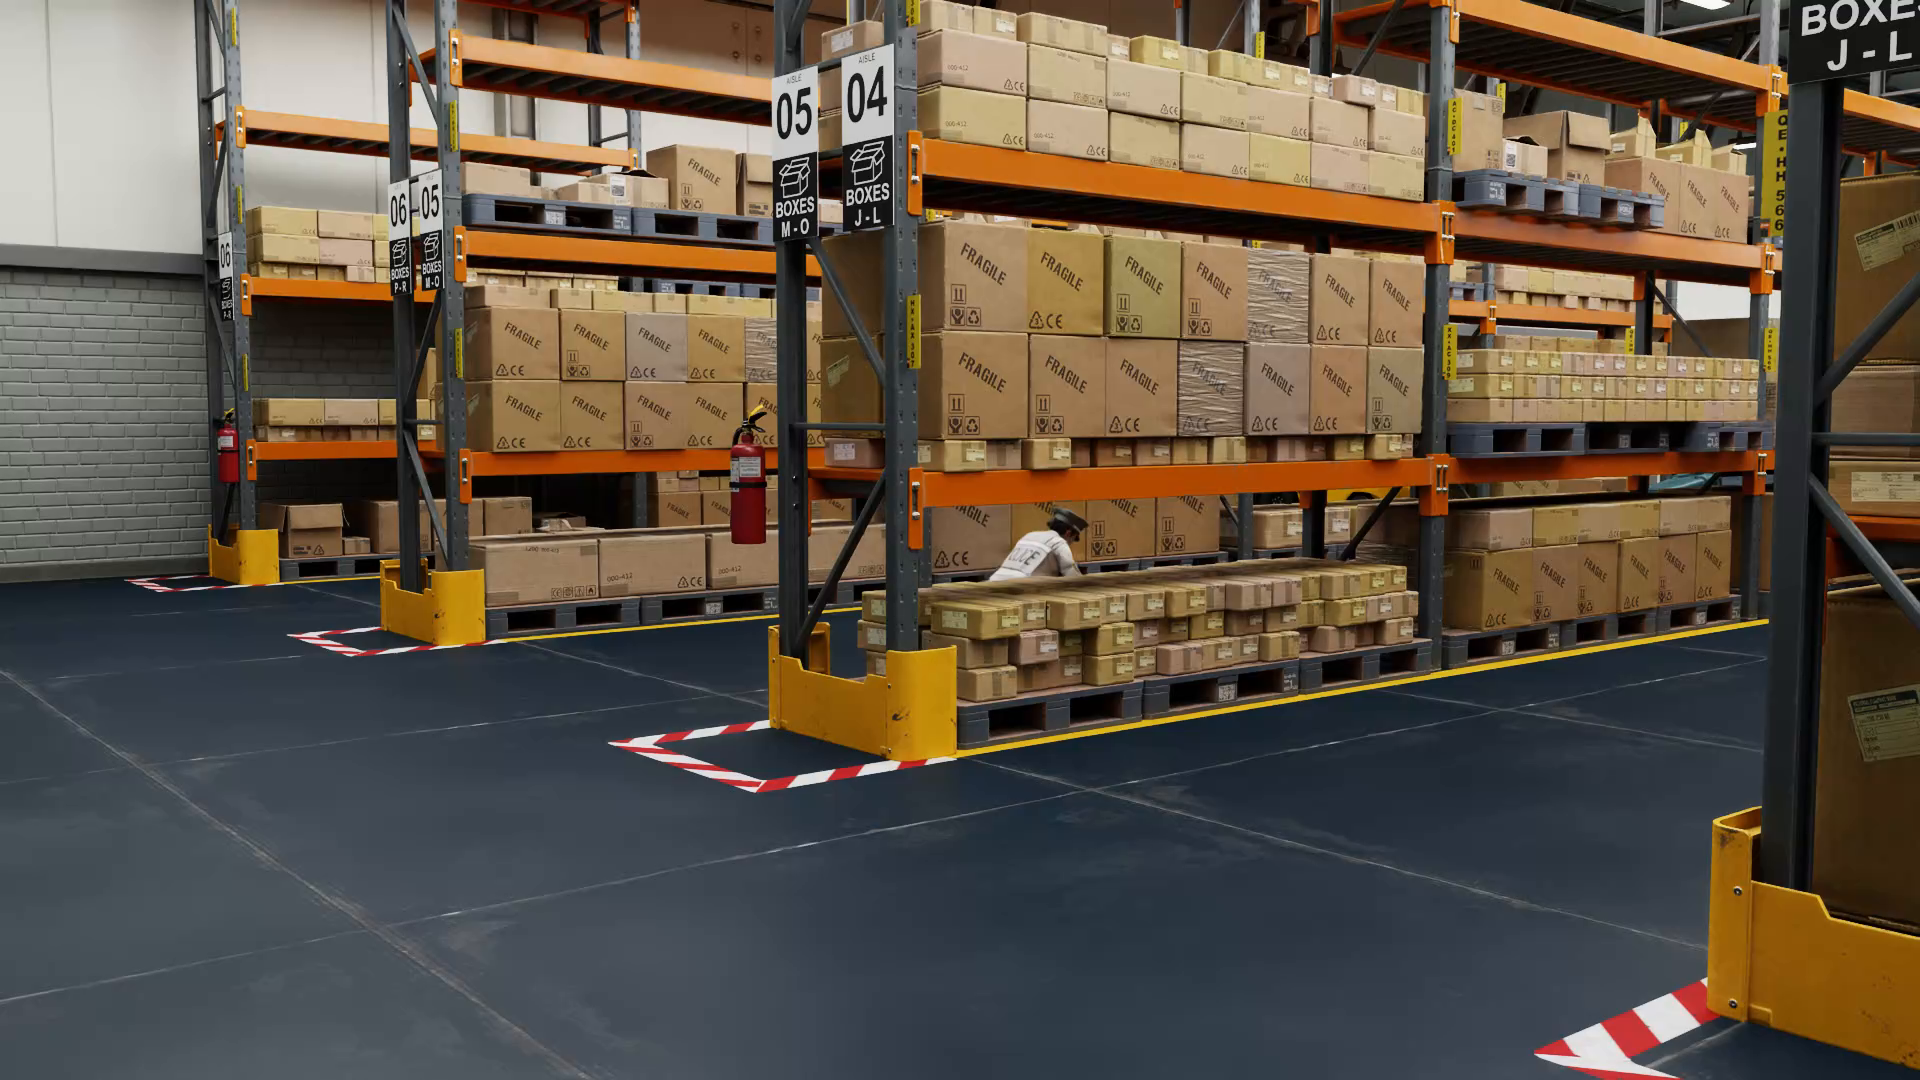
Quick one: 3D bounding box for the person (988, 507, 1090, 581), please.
[{"bbox_3d":[0.546,0.281,10.692,0.847,0.976,0.469,-3,5,-30],"label":"person"}]
